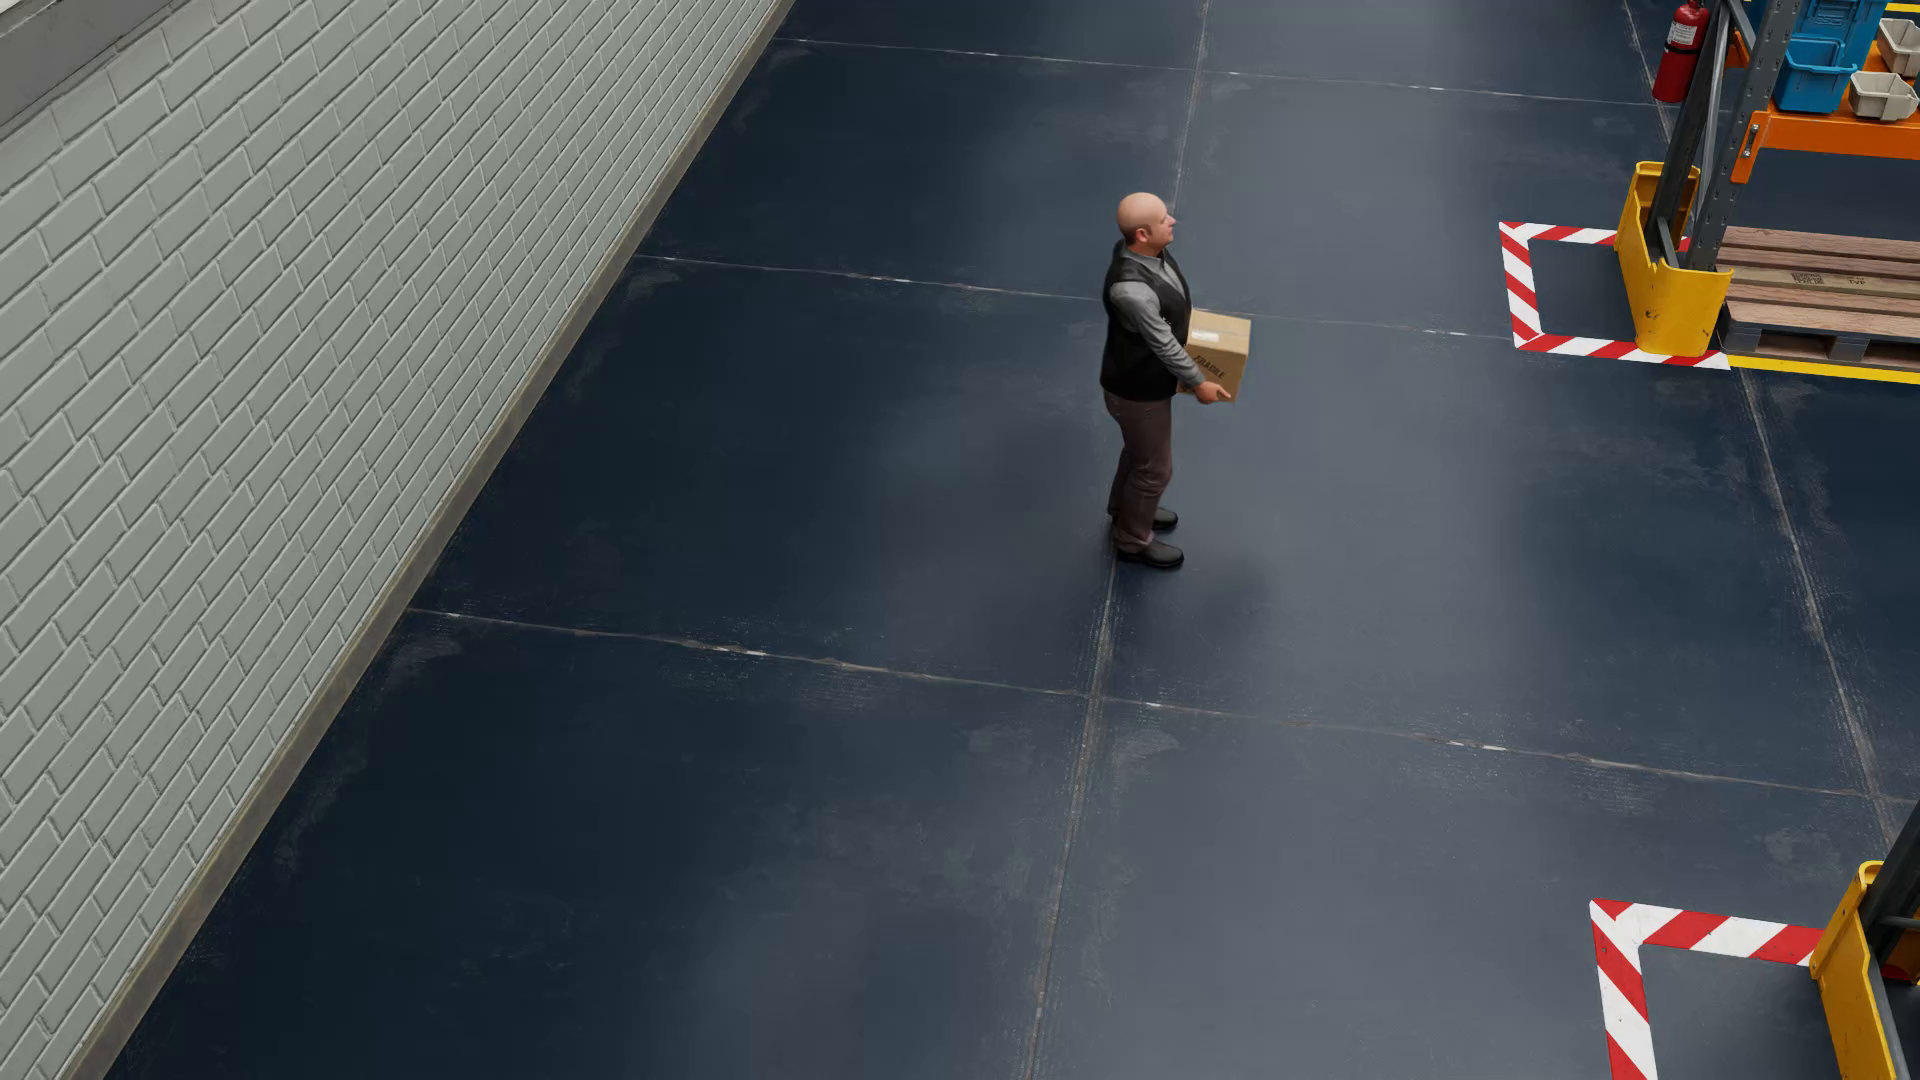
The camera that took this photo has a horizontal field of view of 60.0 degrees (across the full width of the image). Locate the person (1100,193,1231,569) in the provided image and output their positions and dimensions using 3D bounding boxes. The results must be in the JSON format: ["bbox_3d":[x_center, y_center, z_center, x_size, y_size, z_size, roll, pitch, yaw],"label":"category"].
[{"bbox_3d":[0.856,-0.659,6.960,0.550,1.714,0.496,6,41,8],"label":"person"}]
